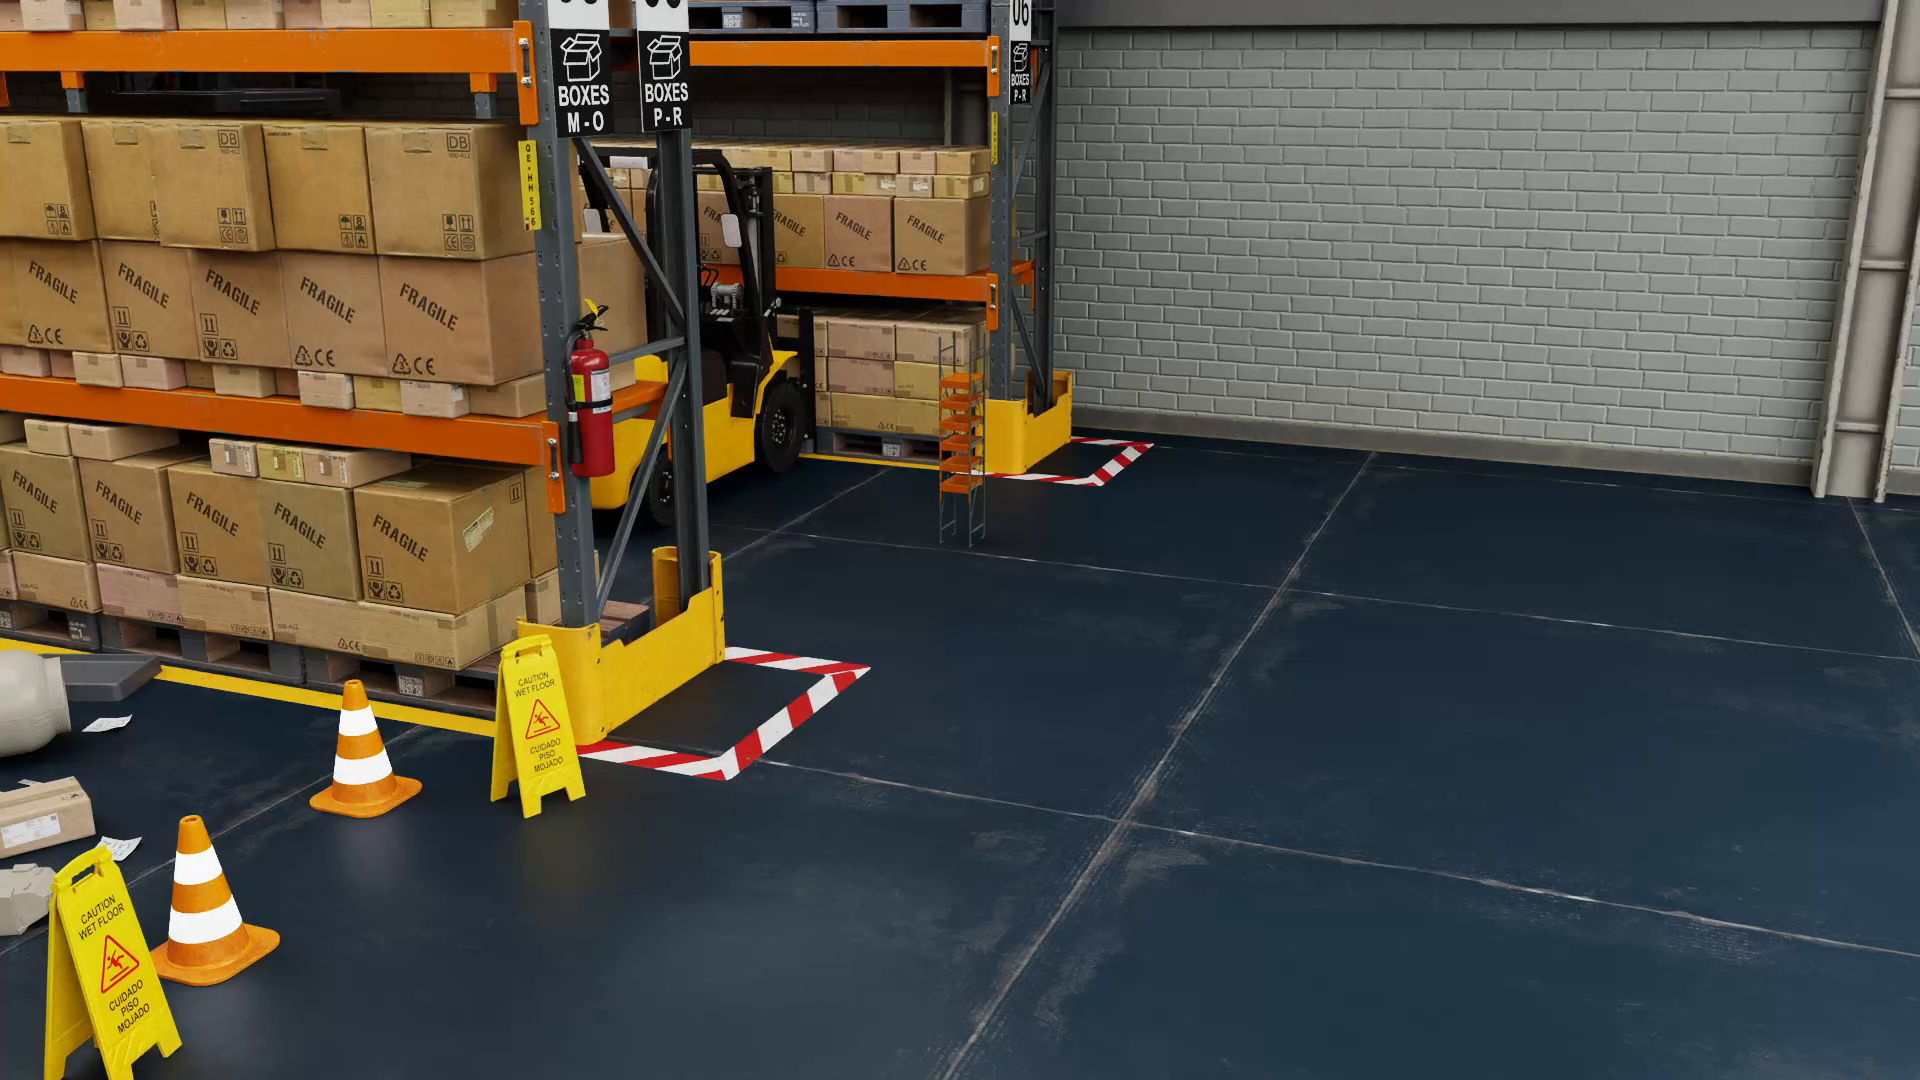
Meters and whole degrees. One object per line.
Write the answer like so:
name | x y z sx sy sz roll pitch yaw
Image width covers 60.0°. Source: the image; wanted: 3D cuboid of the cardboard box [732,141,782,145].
cardboard box | -1.475 -2.830 12.164 0.250 0.149 0.380 7 18 22

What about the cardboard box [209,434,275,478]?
cardboard box | -3.067 -0.399 7.338 0.250 0.149 0.380 7 18 23

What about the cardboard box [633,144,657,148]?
cardboard box | -2.128 -2.748 11.883 0.250 0.149 0.380 6 17 20

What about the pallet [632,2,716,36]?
pallet | -2.483 -3.772 12.066 1.213 0.211 1.003 6 17 21

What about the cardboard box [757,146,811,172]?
cardboard box | -1.200 -2.635 11.492 0.250 0.149 0.380 7 17 22

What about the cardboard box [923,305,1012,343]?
cardboard box | 0.057 -1.505 11.864 0.500 0.250 0.500 6 17 20

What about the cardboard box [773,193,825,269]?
cardboard box | -1.075 -2.184 11.636 0.500 0.500 0.500 6 17 20

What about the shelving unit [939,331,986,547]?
shelving unit | 0.013 -0.575 9.501 0.189 1.200 0.258 6 17 21

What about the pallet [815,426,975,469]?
pallet | -0.292 -0.774 11.961 1.213 0.211 1.003 6 17 21

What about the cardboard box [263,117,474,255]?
cardboard box | -2.406 -1.478 6.879 0.500 0.500 0.700 6 17 21

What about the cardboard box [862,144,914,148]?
cardboard box | -0.506 -2.726 11.806 0.250 0.149 0.380 6 17 21

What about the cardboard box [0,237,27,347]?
cardboard box | -4.321 -1.195 7.698 0.500 0.500 0.500 6 17 20

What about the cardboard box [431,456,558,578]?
cardboard box | -2.054 -0.156 7.663 0.500 0.500 0.500 6 17 19

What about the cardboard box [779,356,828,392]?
cardboard box | -1.083 -1.237 11.837 0.500 0.250 0.500 6 17 19

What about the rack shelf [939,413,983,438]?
rack shelf | 0.013 -0.647 9.480 0.180 0.103 0.258 6 17 21

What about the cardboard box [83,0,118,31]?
cardboard box | -3.467 -2.233 7.056 0.250 0.149 0.380 6 17 21

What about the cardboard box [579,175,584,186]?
cardboard box | -2.592 -2.668 12.141 0.250 0.149 0.380 6 17 21

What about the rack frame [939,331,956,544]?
rack frame | -0.072 -0.584 9.534 0.006 1.200 0.240 6 17 21

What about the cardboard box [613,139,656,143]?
cardboard box | -2.409 -2.943 12.554 0.250 0.149 0.380 6 17 20

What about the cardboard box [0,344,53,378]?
cardboard box | -4.199 -0.865 7.724 0.250 0.149 0.380 7 18 22

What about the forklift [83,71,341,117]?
forklift | -4.606 -1.822 10.694 3.031 2.935 1.130 6 17 20

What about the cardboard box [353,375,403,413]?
cardboard box | -2.316 -0.649 6.979 0.250 0.149 0.380 6 17 20

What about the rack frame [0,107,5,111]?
rack frame | -5.104 -1.167 8.314 0.127 3.000 1.000 6 17 21

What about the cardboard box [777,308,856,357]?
cardboard box | -1.058 -1.473 11.752 0.500 0.250 0.500 7 17 21

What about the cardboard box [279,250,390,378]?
cardboard box | -2.453 -0.985 6.974 0.500 0.500 0.500 6 17 21

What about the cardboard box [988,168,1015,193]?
cardboard box | 0.215 -2.507 11.587 0.250 0.149 0.380 6 17 19

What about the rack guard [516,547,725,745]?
rack guard | -1.454 0.435 7.279 0.348 0.500 1.175 6 17 21

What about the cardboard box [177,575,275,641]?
cardboard box | -3.201 0.241 7.642 0.500 0.250 0.500 6 17 19

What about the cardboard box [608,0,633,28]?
cardboard box | -1.572 -2.196 6.928 0.250 0.149 0.380 6 17 21

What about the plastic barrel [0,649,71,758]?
plastic barrel | -3.860 0.661 6.638 0.512 0.421 0.421 -9 18 -27

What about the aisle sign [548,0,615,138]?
aisle sign | -1.432 -1.925 6.261 0.004 0.787 0.394 6 17 21

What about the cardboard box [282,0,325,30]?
cardboard box | -2.507 -2.138 6.728 0.250 0.149 0.380 6 17 21

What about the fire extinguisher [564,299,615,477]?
fire extinguisher | -1.445 -0.590 6.463 0.183 0.674 0.296 6 17 21

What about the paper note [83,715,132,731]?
paper note | -3.576 0.767 6.977 0.148 0.019 0.142 0 16 1

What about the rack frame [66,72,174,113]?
rack frame | -7.007 -2.864 14.159 0.127 3.000 1.000 6 17 21

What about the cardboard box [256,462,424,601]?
cardboard box | -2.711 -0.066 7.354 0.500 0.500 0.500 7 18 23

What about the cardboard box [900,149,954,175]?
cardboard box | -0.216 -2.547 11.191 0.250 0.149 0.380 6 17 21

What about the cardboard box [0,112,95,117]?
cardboard box | -4.307 -1.679 7.570 0.500 0.500 0.700 6 17 21

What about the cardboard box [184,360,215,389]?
cardboard box | -3.224 -0.781 7.436 0.250 0.149 0.380 6 17 21

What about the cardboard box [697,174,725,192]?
cardboard box | -1.655 -2.550 11.735 0.250 0.149 0.380 6 17 19

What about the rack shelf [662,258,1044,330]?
rack shelf | -1.426 -1.905 12.145 4.000 0.370 1.077 6 17 21

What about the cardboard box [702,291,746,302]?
cardboard box | -1.815 -1.713 12.579 0.500 0.250 0.500 6 17 21

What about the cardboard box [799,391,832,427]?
cardboard box | -1.039 -1.000 11.916 0.500 0.250 0.500 6 17 21

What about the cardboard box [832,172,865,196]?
cardboard box | -0.684 -2.457 11.414 0.250 0.149 0.380 6 17 20

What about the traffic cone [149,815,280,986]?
traffic cone | -2.347 1.074 5.145 0.334 0.463 0.336 6 17 21

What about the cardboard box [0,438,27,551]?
cardboard box | -4.654 -0.278 8.085 0.500 0.500 0.500 7 18 23
